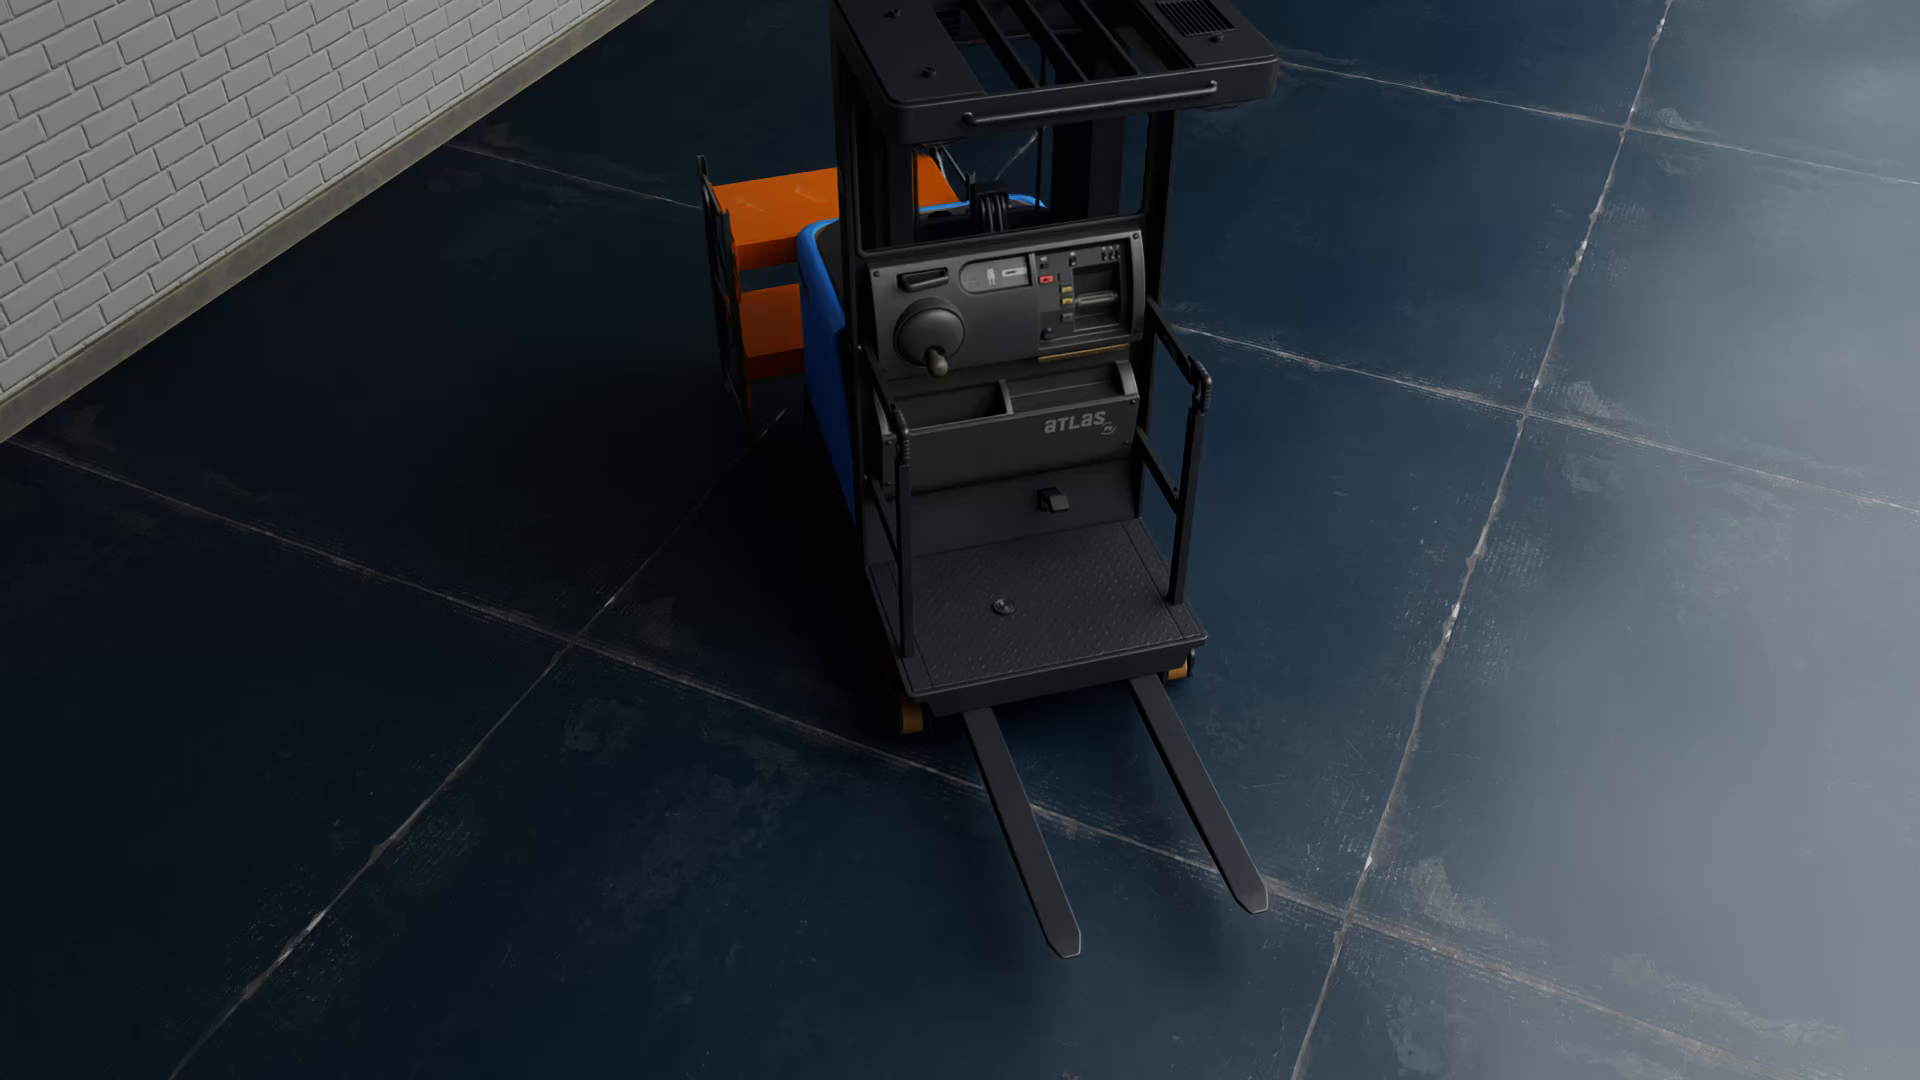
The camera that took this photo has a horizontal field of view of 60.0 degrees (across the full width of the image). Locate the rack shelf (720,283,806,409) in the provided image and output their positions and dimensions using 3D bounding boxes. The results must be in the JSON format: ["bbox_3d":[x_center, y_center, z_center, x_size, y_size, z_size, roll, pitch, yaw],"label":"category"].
[{"bbox_3d":[-0.511,-0.926,7.332,1.000,0.278,0.538,-12,42,-14],"label":"rack shelf"}]

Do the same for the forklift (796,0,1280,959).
[{"bbox_3d":[0.223,-0.702,5.322,1.130,2.935,3.031,-10,42,-12],"label":"forklift"}]

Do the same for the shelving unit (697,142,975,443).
[{"bbox_3d":[-0.511,-1.111,7.172,1.048,1.125,0.538,-12,42,-14],"label":"shelving unit"}]

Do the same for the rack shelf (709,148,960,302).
[{"bbox_3d":[-0.511,-1.332,6.981,1.000,0.278,0.538,-12,42,-14],"label":"rack shelf"}]

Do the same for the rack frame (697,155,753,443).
[{"bbox_3d":[-0.995,-1.008,7.053,0.032,1.125,0.500,-12,42,-14],"label":"rack frame"}]

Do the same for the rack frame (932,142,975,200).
[{"bbox_3d":[-0.028,-1.214,7.291,0.032,1.125,0.500,-12,42,-14],"label":"rack frame"}]
